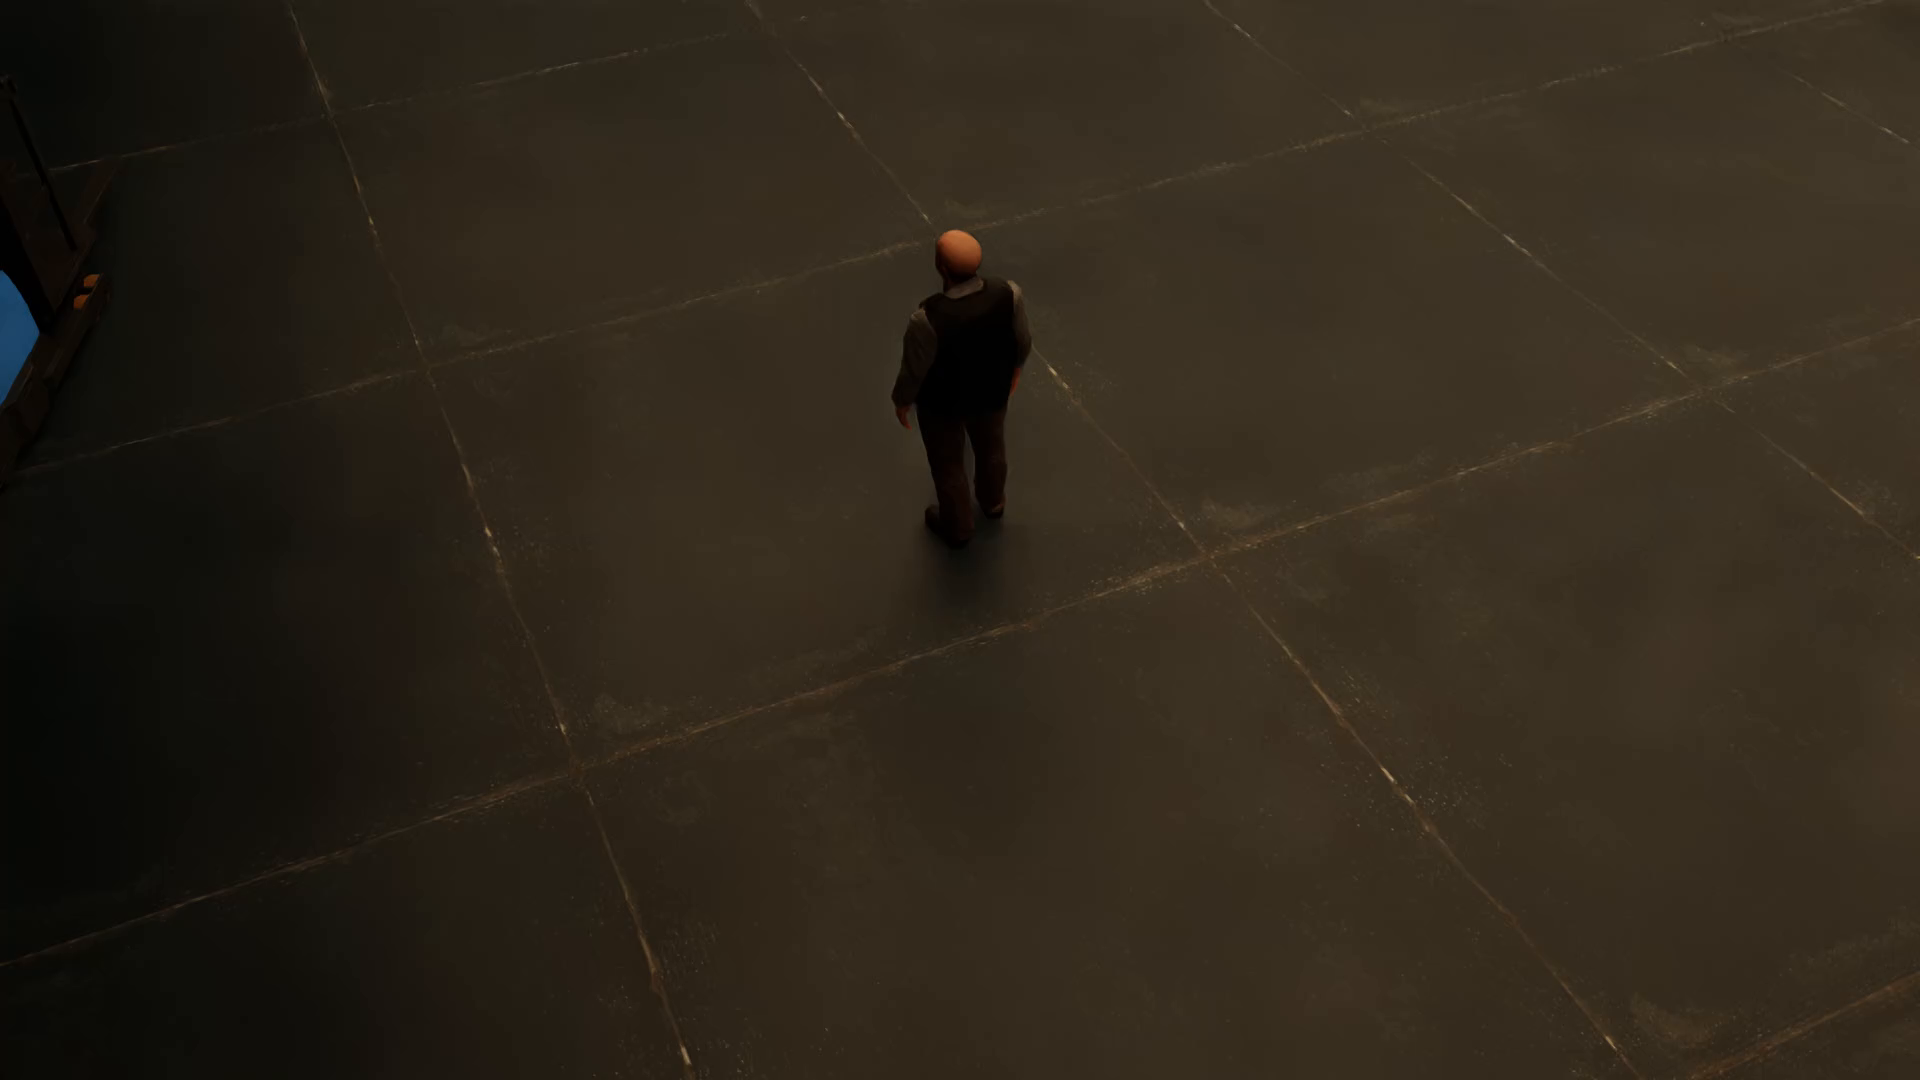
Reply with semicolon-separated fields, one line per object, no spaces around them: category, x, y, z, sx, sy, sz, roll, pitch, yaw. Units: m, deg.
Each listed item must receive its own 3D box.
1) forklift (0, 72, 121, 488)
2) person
forklift;-5.251;-2.182;8.018;1.130;2.935;3.031;-3;43;-4
person;-0.022;-0.681;7.285;0.632;1.720;0.551;-18;46;-18
